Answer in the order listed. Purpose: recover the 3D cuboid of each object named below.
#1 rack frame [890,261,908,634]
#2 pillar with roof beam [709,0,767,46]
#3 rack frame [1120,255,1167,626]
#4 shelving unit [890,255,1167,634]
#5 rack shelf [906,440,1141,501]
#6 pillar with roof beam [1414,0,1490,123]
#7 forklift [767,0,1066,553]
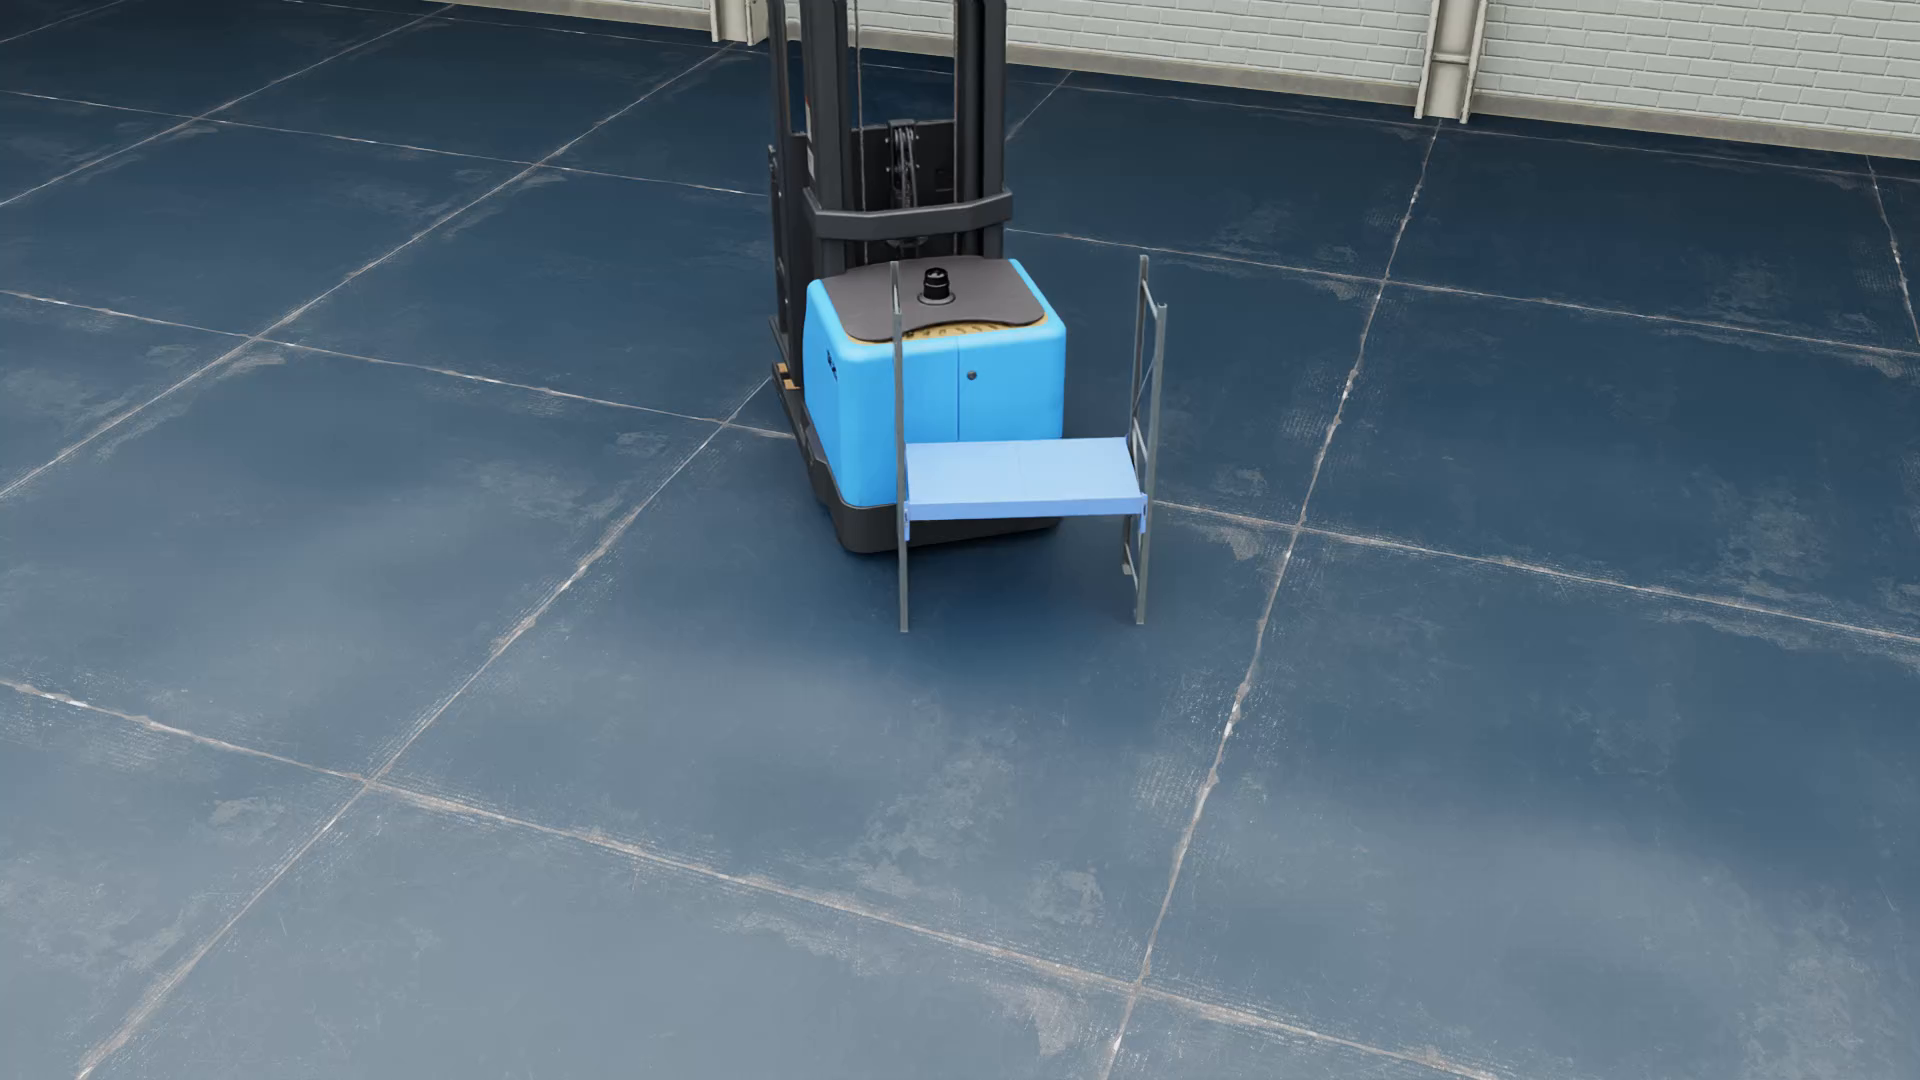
[{"bbox_3d":[-0.252,-0.365,6.932,0.032,1.500,0.500,-2,33,-3],"label":"rack frame"},{"bbox_3d":[-3.375,-5.966,8.695,0.400,9.000,9.100,11,34,16],"label":"pillar with roof beam"},{"bbox_3d":[0.763,-0.397,6.981,0.032,1.500,0.500,-2,33,-3],"label":"rack frame"},{"bbox_3d":[0.256,-0.381,6.957,1.048,1.500,0.500,-2,33,-3],"label":"shelving unit"},{"bbox_3d":[0.256,-0.271,7.028,0.952,0.062,0.459,-2,33,-3],"label":"rack shelf"},{"bbox_3d":[2.274,-4.868,6.994,0.400,9.000,9.100,11,34,16],"label":"pillar with roof beam"},{"bbox_3d":[-0.388,-1.964,8.090,1.130,2.935,3.031,-8,34,-12],"label":"forklift"}]
